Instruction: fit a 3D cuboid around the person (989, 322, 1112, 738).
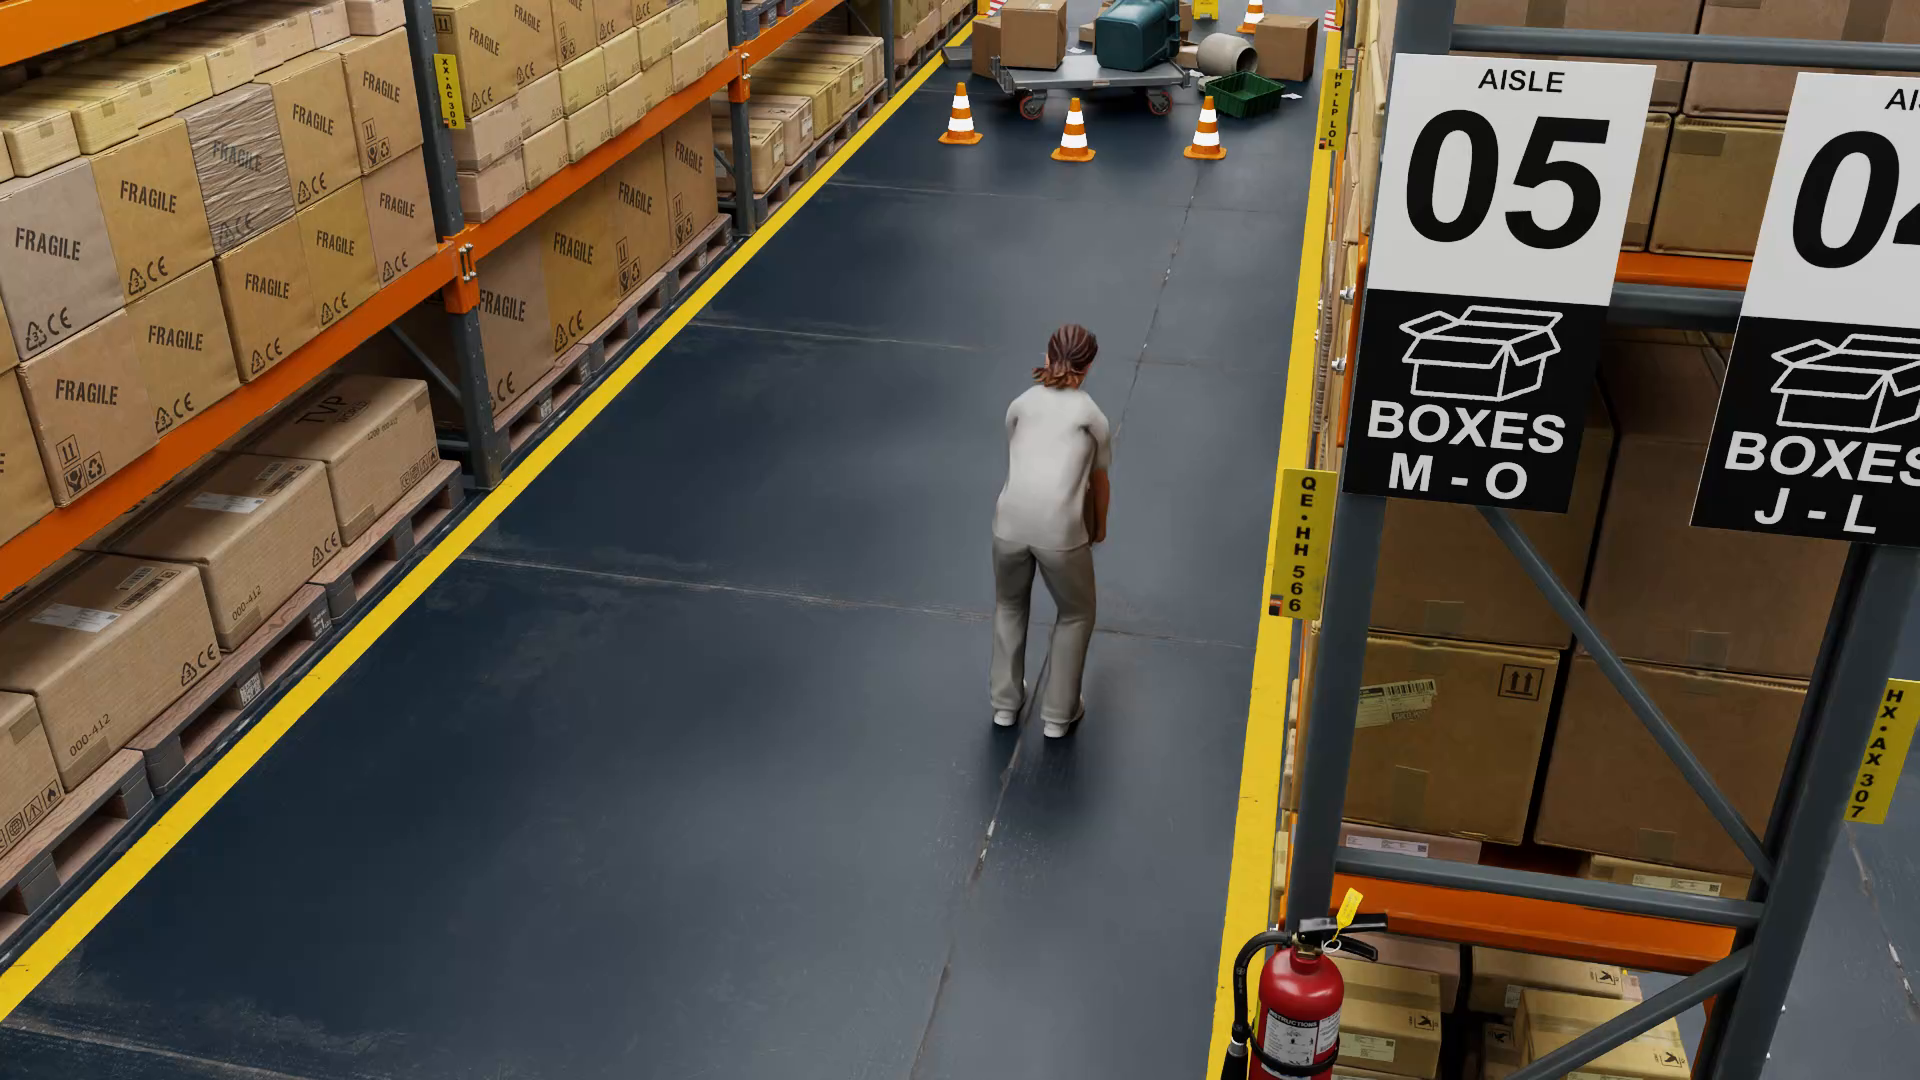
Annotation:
[{"bbox_3d":[0.348,-0.022,6.342,0.408,1.511,0.630,10,30,18],"label":"person"}]
